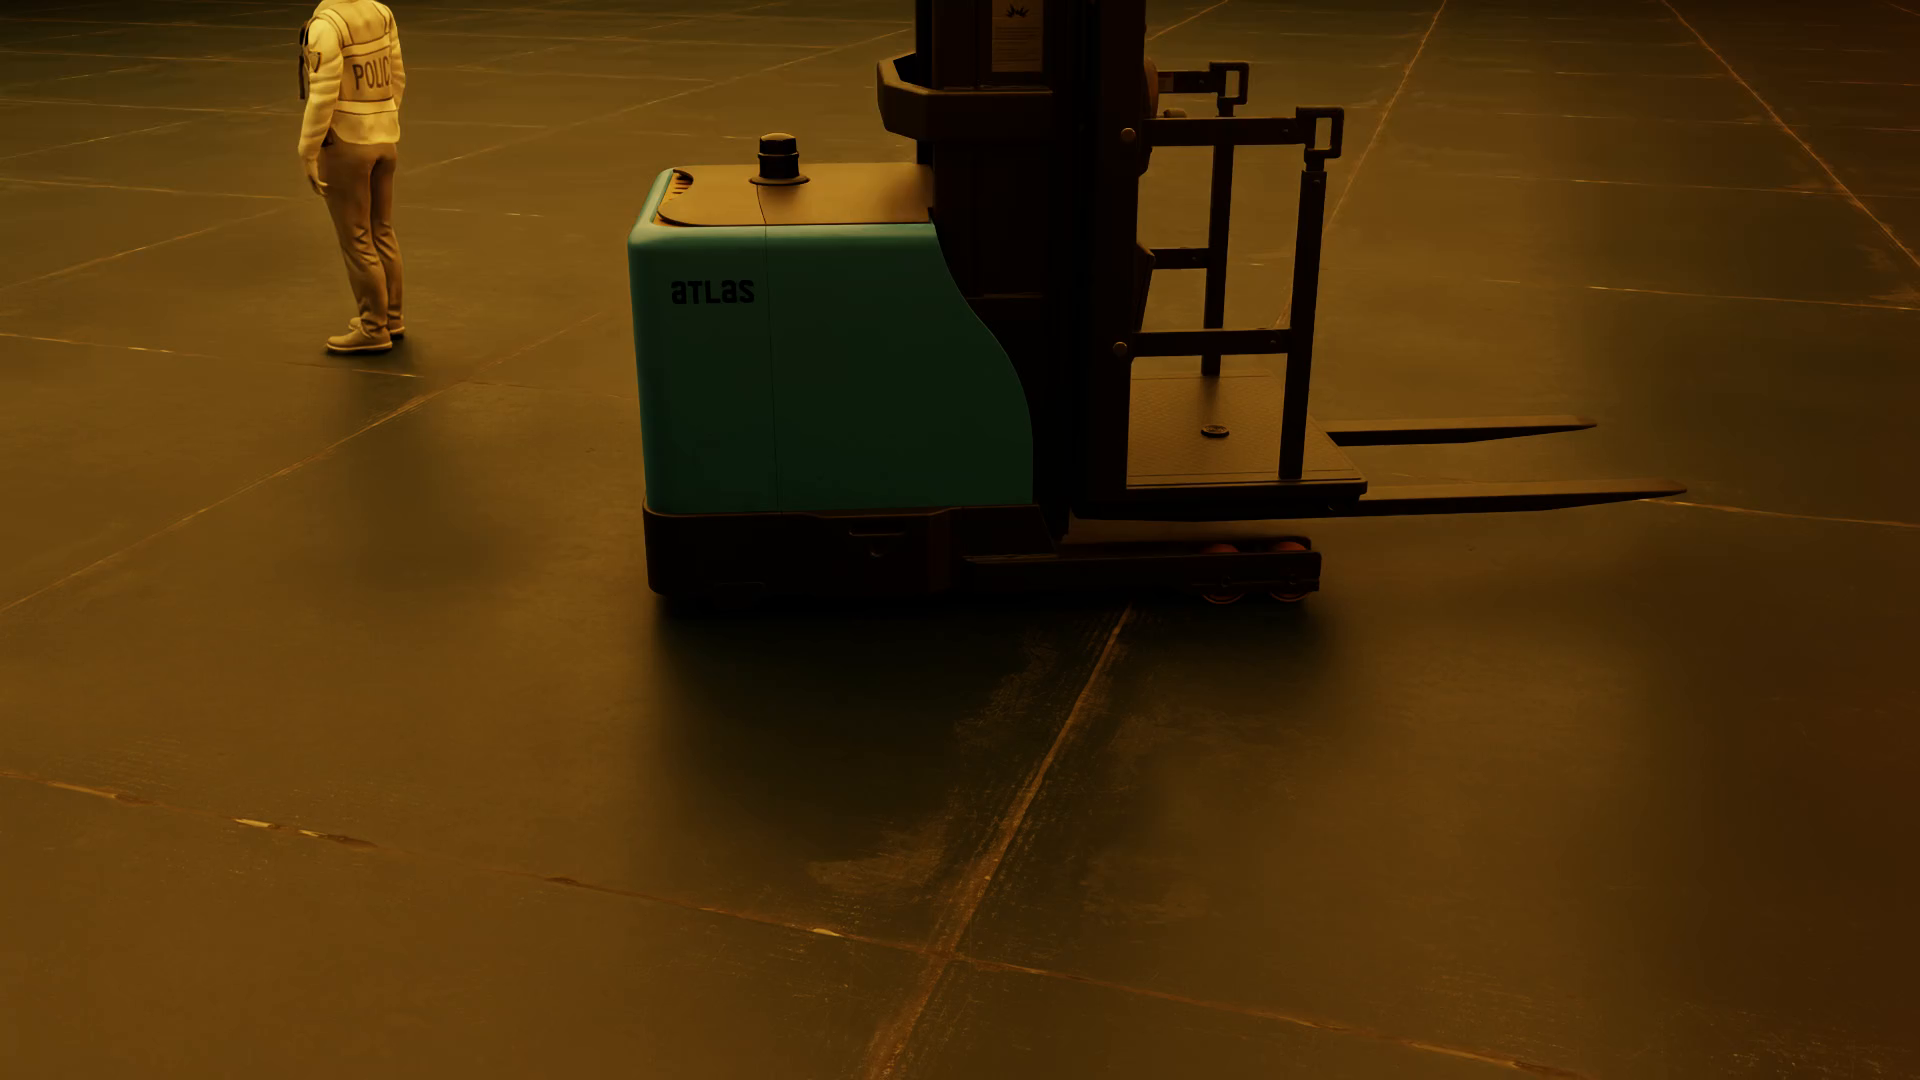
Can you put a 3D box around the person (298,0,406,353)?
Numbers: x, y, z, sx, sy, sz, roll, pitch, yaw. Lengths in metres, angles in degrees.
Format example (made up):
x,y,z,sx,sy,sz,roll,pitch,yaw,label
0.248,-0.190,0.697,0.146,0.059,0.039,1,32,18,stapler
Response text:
x,y,z,sx,sy,sz,roll,pitch,yaw,label
-2.515,-1.601,6.770,0.518,1.701,0.575,7,23,16,person

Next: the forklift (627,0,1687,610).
x,y,z,sx,sy,sz,roll,pitch,yaw,label
0.606,-1.374,4.608,3.031,2.935,1.130,-2,23,-4,forklift
